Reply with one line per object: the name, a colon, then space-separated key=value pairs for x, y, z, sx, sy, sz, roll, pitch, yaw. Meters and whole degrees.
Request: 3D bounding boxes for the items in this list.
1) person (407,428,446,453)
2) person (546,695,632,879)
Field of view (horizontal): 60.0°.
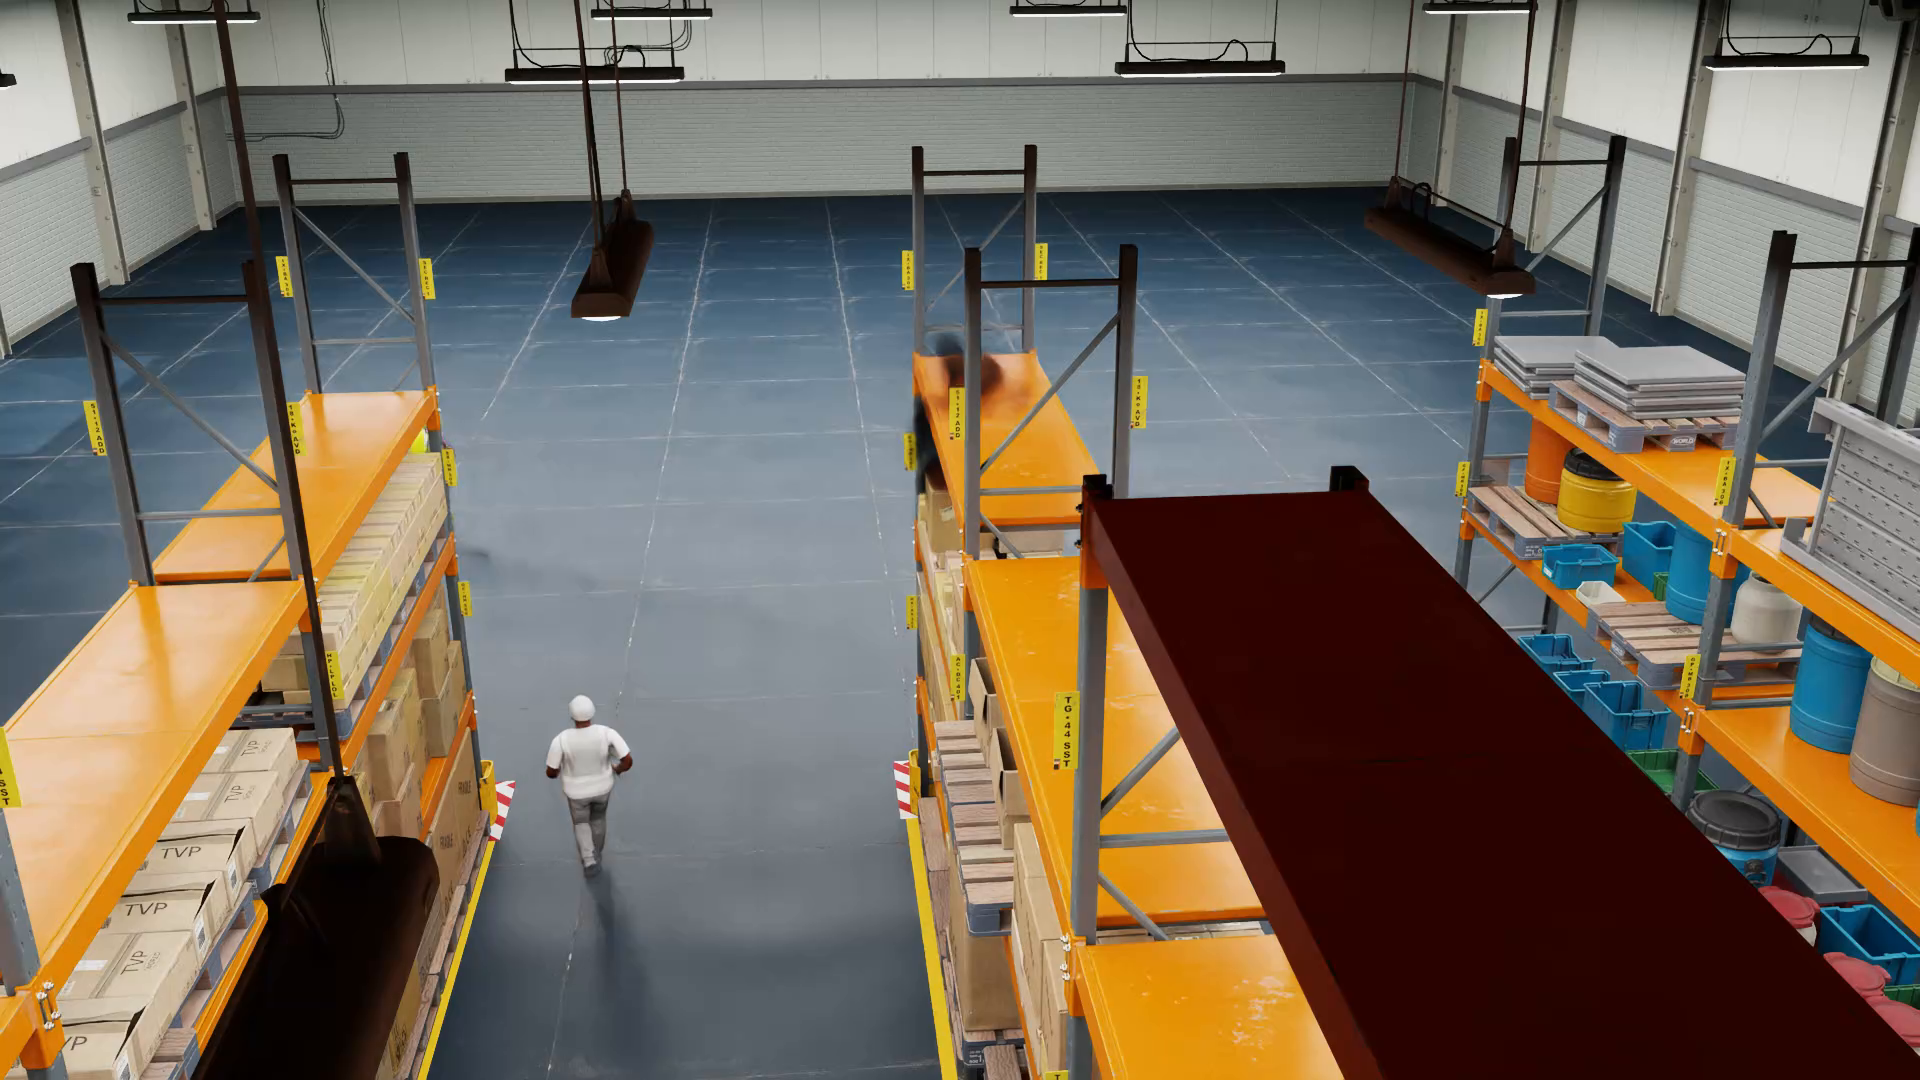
person: x=-7.057 y=-0.851 z=21.409 sx=0.666 sy=1.747 sz=0.695 roll=10 pitch=24 yaw=23
person: x=-3.109 y=2.106 z=13.995 sx=0.701 sy=1.745 sz=0.780 roll=-7 pitch=23 yaw=-18
